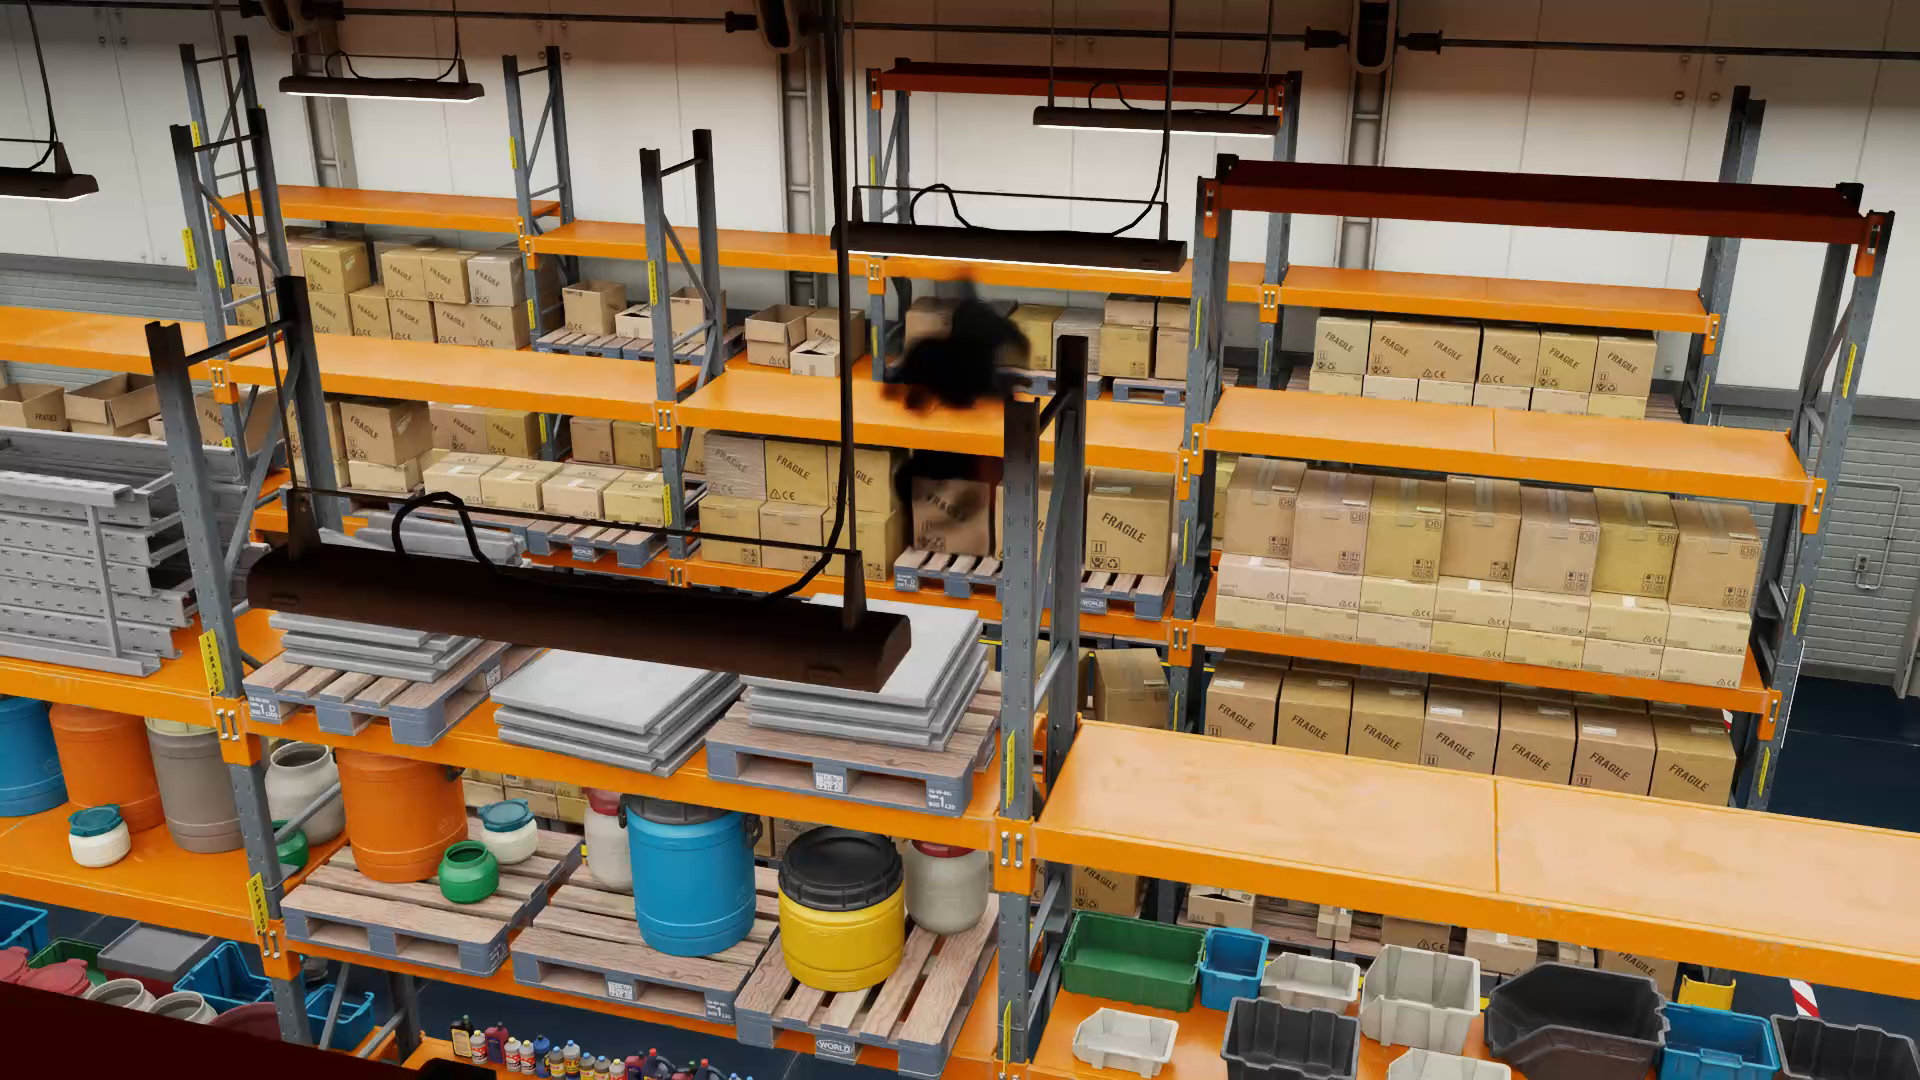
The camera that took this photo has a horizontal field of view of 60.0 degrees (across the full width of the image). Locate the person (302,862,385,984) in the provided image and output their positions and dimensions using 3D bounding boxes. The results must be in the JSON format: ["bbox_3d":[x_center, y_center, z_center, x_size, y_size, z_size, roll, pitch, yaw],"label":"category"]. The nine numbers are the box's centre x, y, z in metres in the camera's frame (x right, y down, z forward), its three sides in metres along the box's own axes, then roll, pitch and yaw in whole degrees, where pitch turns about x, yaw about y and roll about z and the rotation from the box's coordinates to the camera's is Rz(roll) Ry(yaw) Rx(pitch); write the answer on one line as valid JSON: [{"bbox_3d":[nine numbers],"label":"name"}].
[{"bbox_3d":[-4.630,2.517,12.357,0.967,1.786,0.659,2,23,5],"label":"person"}]
